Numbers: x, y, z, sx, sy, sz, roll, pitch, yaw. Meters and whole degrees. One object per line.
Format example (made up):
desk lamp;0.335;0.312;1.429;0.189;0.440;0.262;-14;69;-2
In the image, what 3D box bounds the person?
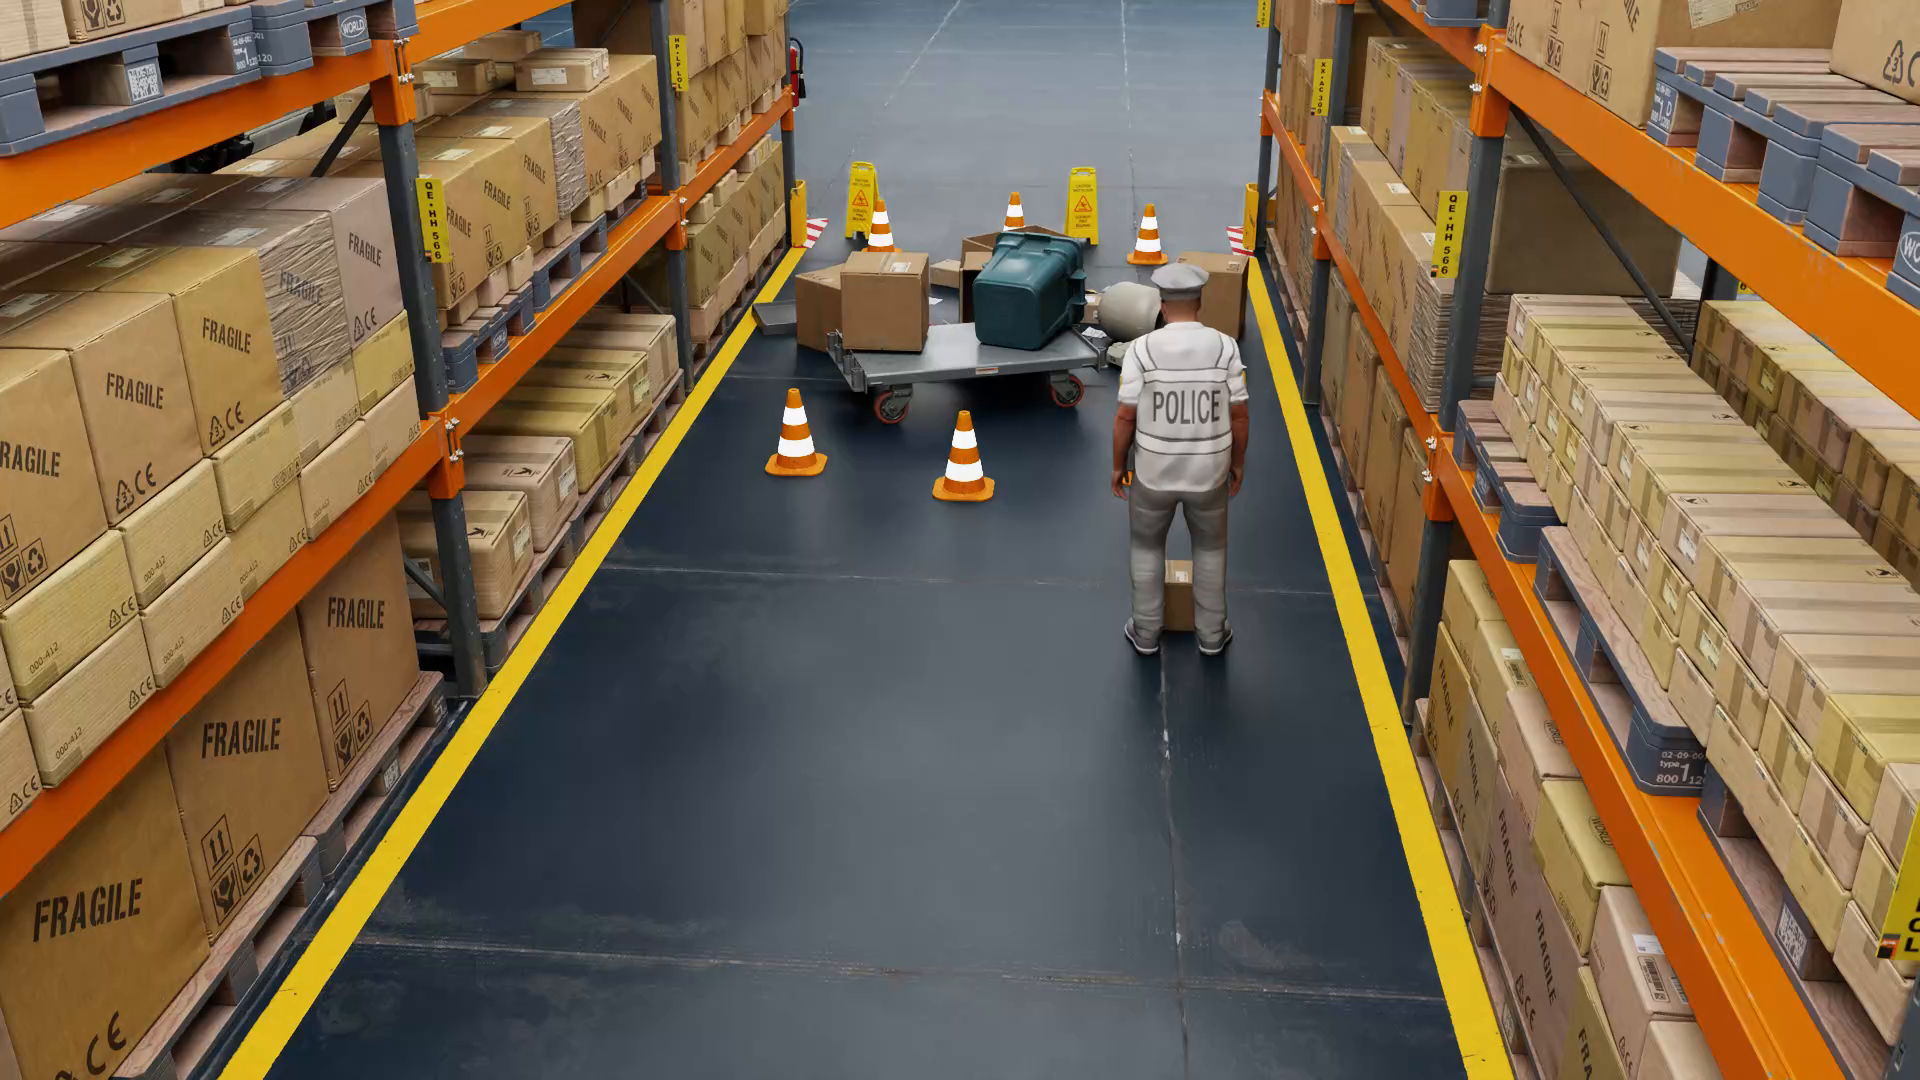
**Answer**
person;0.963;-0.309;7.278;0.604;1.747;0.437;0;24;1
